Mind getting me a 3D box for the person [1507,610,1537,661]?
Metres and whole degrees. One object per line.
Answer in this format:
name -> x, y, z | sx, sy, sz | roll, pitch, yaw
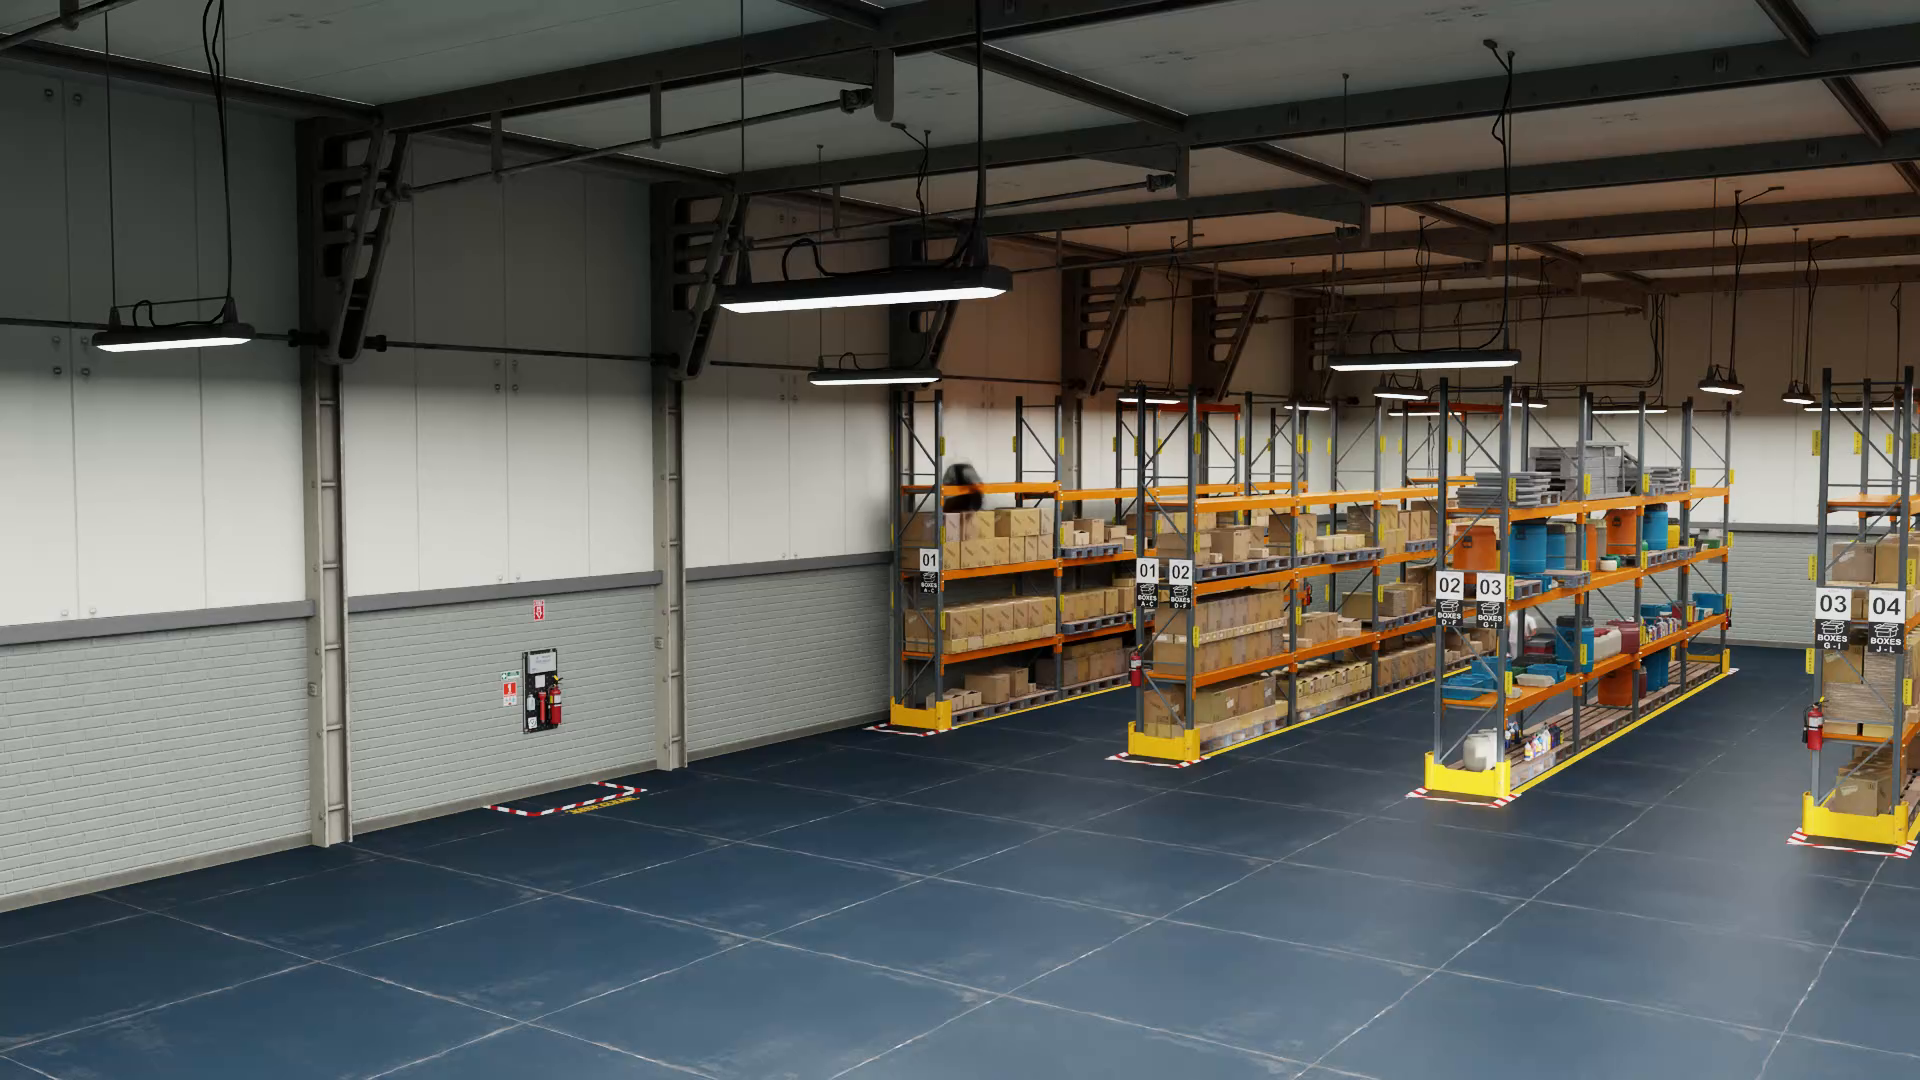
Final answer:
person -> 11.763, 2.166, 35.038 | 0.732, 1.737, 0.810 | 2, 4, 25
